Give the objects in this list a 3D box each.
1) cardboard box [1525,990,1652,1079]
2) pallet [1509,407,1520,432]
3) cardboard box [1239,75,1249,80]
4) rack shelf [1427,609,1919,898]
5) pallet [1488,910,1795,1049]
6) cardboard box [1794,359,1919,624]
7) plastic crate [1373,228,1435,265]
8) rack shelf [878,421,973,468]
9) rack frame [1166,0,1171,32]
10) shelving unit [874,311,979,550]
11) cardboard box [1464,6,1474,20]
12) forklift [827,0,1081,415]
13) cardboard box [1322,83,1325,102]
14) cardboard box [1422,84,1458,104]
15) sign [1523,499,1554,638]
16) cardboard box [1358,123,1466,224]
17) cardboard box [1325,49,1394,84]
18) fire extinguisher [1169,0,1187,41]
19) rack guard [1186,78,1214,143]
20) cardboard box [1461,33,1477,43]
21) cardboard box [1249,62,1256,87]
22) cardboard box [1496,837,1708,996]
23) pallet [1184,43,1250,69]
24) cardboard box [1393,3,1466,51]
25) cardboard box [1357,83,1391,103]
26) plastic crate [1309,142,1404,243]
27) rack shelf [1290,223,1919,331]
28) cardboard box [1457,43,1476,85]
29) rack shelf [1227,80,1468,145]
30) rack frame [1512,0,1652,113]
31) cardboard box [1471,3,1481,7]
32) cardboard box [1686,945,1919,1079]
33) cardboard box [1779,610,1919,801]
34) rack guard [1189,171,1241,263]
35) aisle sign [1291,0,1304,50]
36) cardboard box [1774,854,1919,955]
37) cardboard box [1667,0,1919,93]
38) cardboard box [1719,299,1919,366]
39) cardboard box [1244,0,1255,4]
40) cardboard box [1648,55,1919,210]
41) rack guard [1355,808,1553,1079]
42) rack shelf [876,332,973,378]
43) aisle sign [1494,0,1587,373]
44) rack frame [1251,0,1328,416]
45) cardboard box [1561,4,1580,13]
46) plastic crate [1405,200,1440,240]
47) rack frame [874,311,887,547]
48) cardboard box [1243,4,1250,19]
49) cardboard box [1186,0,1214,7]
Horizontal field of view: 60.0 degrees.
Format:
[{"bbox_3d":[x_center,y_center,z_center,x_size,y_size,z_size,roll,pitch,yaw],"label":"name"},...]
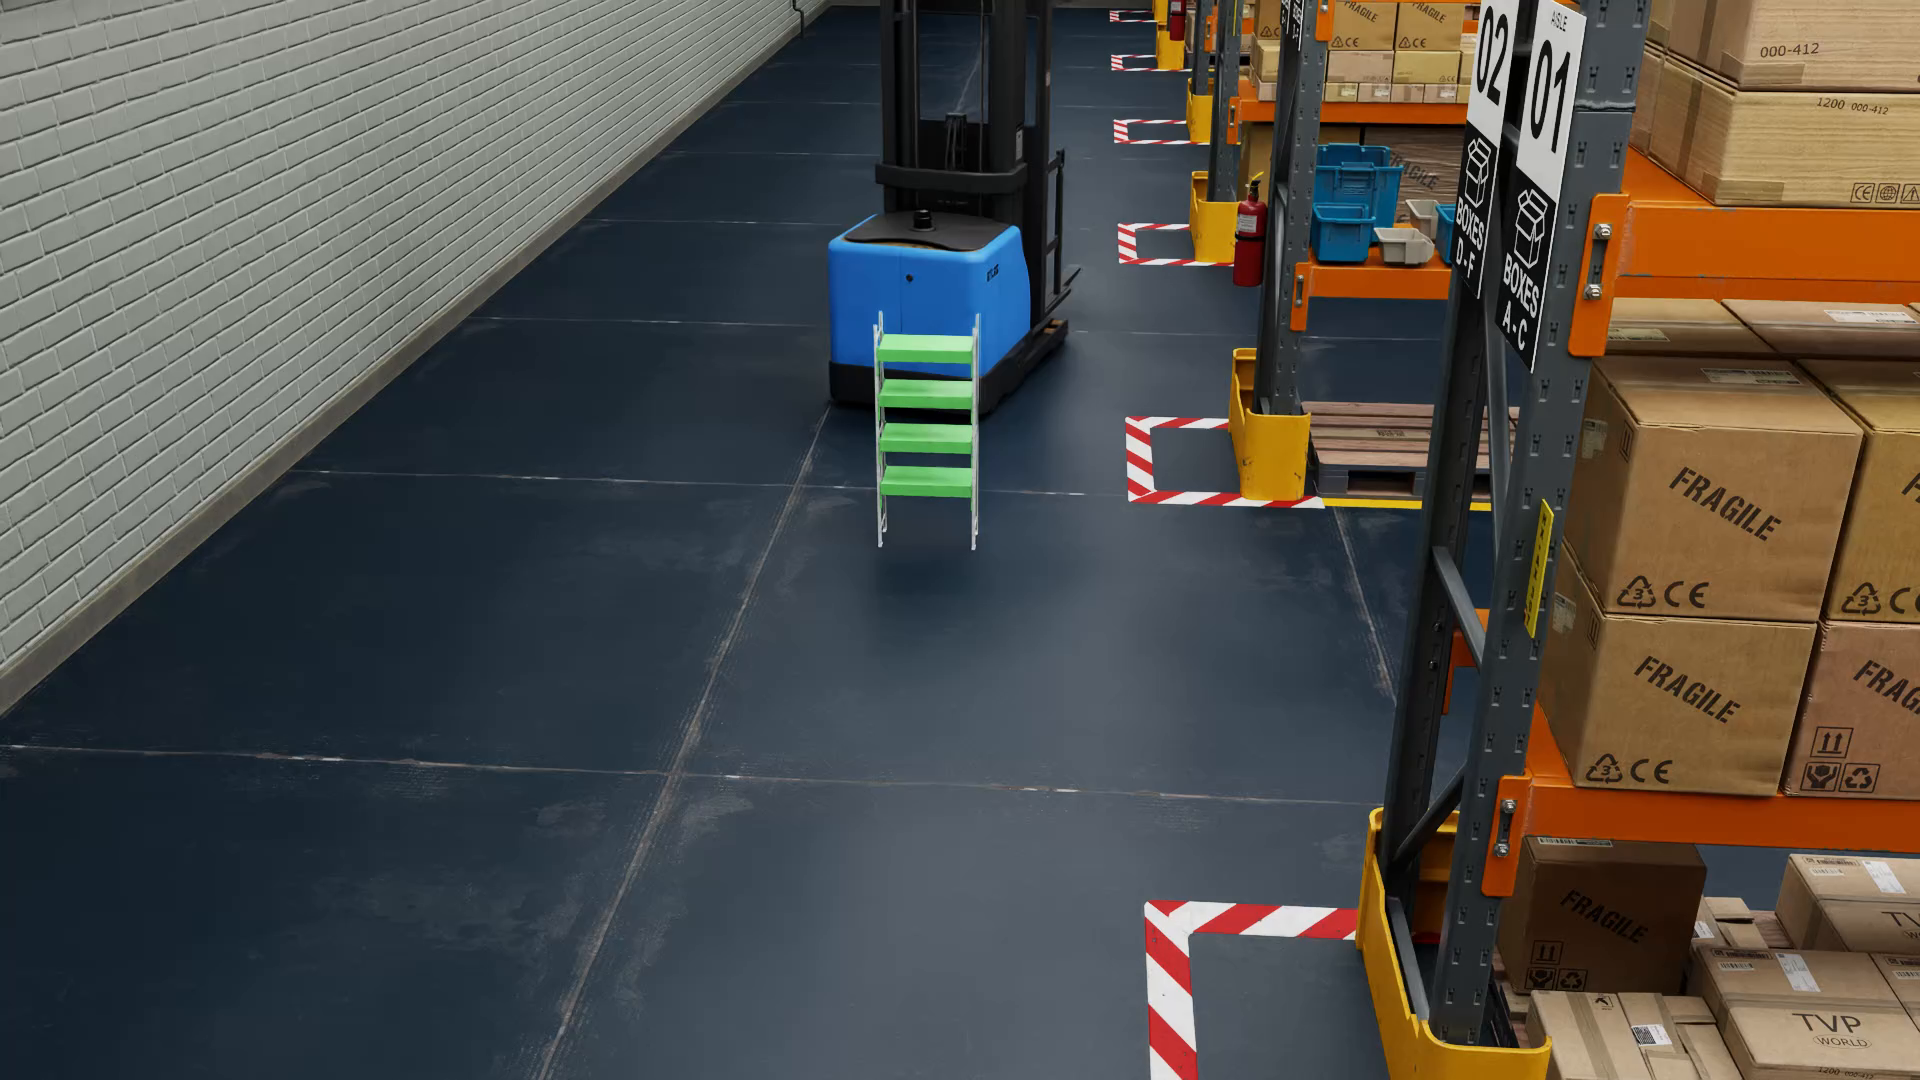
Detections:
[{"bbox_3d":[1.814,1.488,4.812,0.250,0.149,0.380,2,25,4],"label":"cardboard box"},{"bbox_3d":[3.838,-0.479,9.538,1.213,0.211,1.003,2,25,4],"label":"pallet"},{"bbox_3d":[3.162,-4.964,18.146,0.250,0.149,0.380,1,25,2],"label":"cardboard box"},{"bbox_3d":[3.417,0.627,4.659,4.000,0.370,1.077,2,25,4],"label":"rack shelf"},{"bbox_3d":[2.293,1.531,5.171,1.213,0.211,1.003,2,25,4],"label":"pallet"},{"bbox_3d":[2.367,-0.126,4.119,0.500,0.500,0.500,2,25,5],"label":"cardboard box"},{"bbox_3d":[2.340,-1.546,8.764,0.298,0.136,0.250,2,25,4],"label":"plastic crate"},{"bbox_3d":[-0.165,-0.492,8.537,0.480,0.148,0.258,2,25,4],"label":"rack shelf"},{"bbox_3d":[2.943,-8.023,22.597,0.127,3.000,1.000,2,25,4],"label":"rack frame"},{"bbox_3d":[-0.165,-0.550,8.511,0.503,1.200,0.258,2,25,4],"label":"shelving unit"},{"bbox_3d":[5.295,-5.637,17.712,0.250,0.149,0.380,1,25,2],"label":"cardboard box"},{"bbox_3d":[0.127,-2.691,11.092,1.130,2.935,3.031,8,26,17],"label":"forklift"},{"bbox_3d":[2.769,-3.622,13.333,0.250,0.149,0.380,1,25,3],"label":"cardboard box"},{"bbox_3d":[3.796,-3.589,13.262,0.250,0.149,0.380,2,25,3],"label":"cardboard box"},{"bbox_3d":[1.381,0.069,3.976,0.005,0.325,0.100,2,25,4],"label":"sign"},{"bbox_3d":[3.736,-3.102,13.942,0.875,0.875,0.875,2,25,4],"label":"cardboard box"},{"bbox_3d":[3.161,-3.818,13.282,0.500,0.250,0.500,2,25,3],"label":"cardboard box"},{"bbox_3d":[2.449,-5.952,18.636,0.183,0.674,0.296,2,25,4],"label":"fire extinguisher"},{"bbox_3d":[2.741,-4.818,18.624,0.348,0.500,1.175,2,25,4],"label":"rack guard"},{"bbox_3d":[4.221,-4.007,13.693,0.500,0.250,0.500,2,25,4],"label":"cardboard box"},{"bbox_3d":[2.565,-3.904,13.947,0.250,0.149,0.380,2,25,5],"label":"cardboard box"},{"bbox_3d":[1.984,1.087,5.264,0.500,0.500,0.500,2,25,4],"label":"cardboard box"},{"bbox_3d":[3.747,-6.763,23.195,1.213,0.211,1.003,2,25,4],"label":"pallet"},{"bbox_3d":[3.658,-4.142,13.090,0.500,0.500,0.500,1,25,3],"label":"cardboard box"},{"bbox_3d":[3.285,-3.606,13.299,0.250,0.149,0.380,1,25,3],"label":"cardboard box"},{"bbox_3d":[2.154,-1.939,9.260,0.499,0.435,0.616,2,25,4],"label":"plastic crate"},{"bbox_3d":[3.800,-1.437,9.146,4.000,0.370,1.077,2,25,4],"label":"rack shelf"},{"bbox_3d":[4.183,-3.786,13.212,0.500,0.250,0.500,1,25,3],"label":"cardboard box"},{"bbox_3d":[4.179,-3.502,13.632,4.000,0.370,1.077,2,25,4],"label":"rack shelf"},{"bbox_3d":[1.423,-2.489,3.394,0.127,3.000,1.000,2,25,4],"label":"rack frame"},{"bbox_3d":[5.632,-5.924,17.560,0.500,0.500,0.500,1,25,3],"label":"cardboard box"},{"bbox_3d":[2.441,1.437,4.801,0.500,0.250,0.500,2,25,4],"label":"cardboard box"},{"bbox_3d":[2.360,0.329,4.326,0.500,0.500,0.500,2,25,3],"label":"cardboard box"},{"bbox_3d":[2.161,-2.758,14.145,0.348,0.500,1.175,2,25,4],"label":"rack guard"},{"bbox_3d":[1.711,-2.888,8.327,0.004,0.787,0.394,2,25,4],"label":"aisle sign"},{"bbox_3d":[2.928,1.243,5.223,0.500,0.250,0.500,2,25,4],"label":"cardboard box"},{"bbox_3d":[1.915,-1.160,3.676,0.500,0.250,0.500,2,25,4],"label":"cardboard box"},{"bbox_3d":[2.391,-0.348,4.602,0.500,0.500,0.500,3,25,5],"label":"cardboard box"},{"bbox_3d":[3.092,-6.007,17.742,0.500,0.500,0.500,3,25,6],"label":"cardboard box"},{"bbox_3d":[1.915,-0.936,3.786,0.500,0.250,0.500,2,25,4],"label":"cardboard box"},{"bbox_3d":[1.498,1.374,5.165,0.348,0.500,1.175,2,25,4],"label":"rack guard"},{"bbox_3d":[-0.165,-0.928,8.337,0.480,0.148,0.258,2,25,4],"label":"rack shelf"},{"bbox_3d":[1.332,-0.824,3.843,0.004,0.787,0.394,2,25,4],"label":"aisle sign"},{"bbox_3d":[1.805,-1.828,9.134,0.127,3.000,1.000,2,25,4],"label":"rack frame"},{"bbox_3d":[4.705,-4.328,13.493,0.500,0.500,0.500,1,25,2],"label":"cardboard box"},{"bbox_3d":[2.632,-1.785,9.284,0.243,0.136,0.396,2,25,4],"label":"plastic crate"},{"bbox_3d":[-0.408,-0.558,8.528,0.015,1.200,0.240,2,25,4],"label":"rack frame"},{"bbox_3d":[2.963,-5.695,17.839,0.250,0.149,0.380,2,25,4],"label":"cardboard box"},{"bbox_3d":[3.922,-9.089,27.399,0.637,0.503,0.797,1,25,2],"label":"cardboard box"}]
